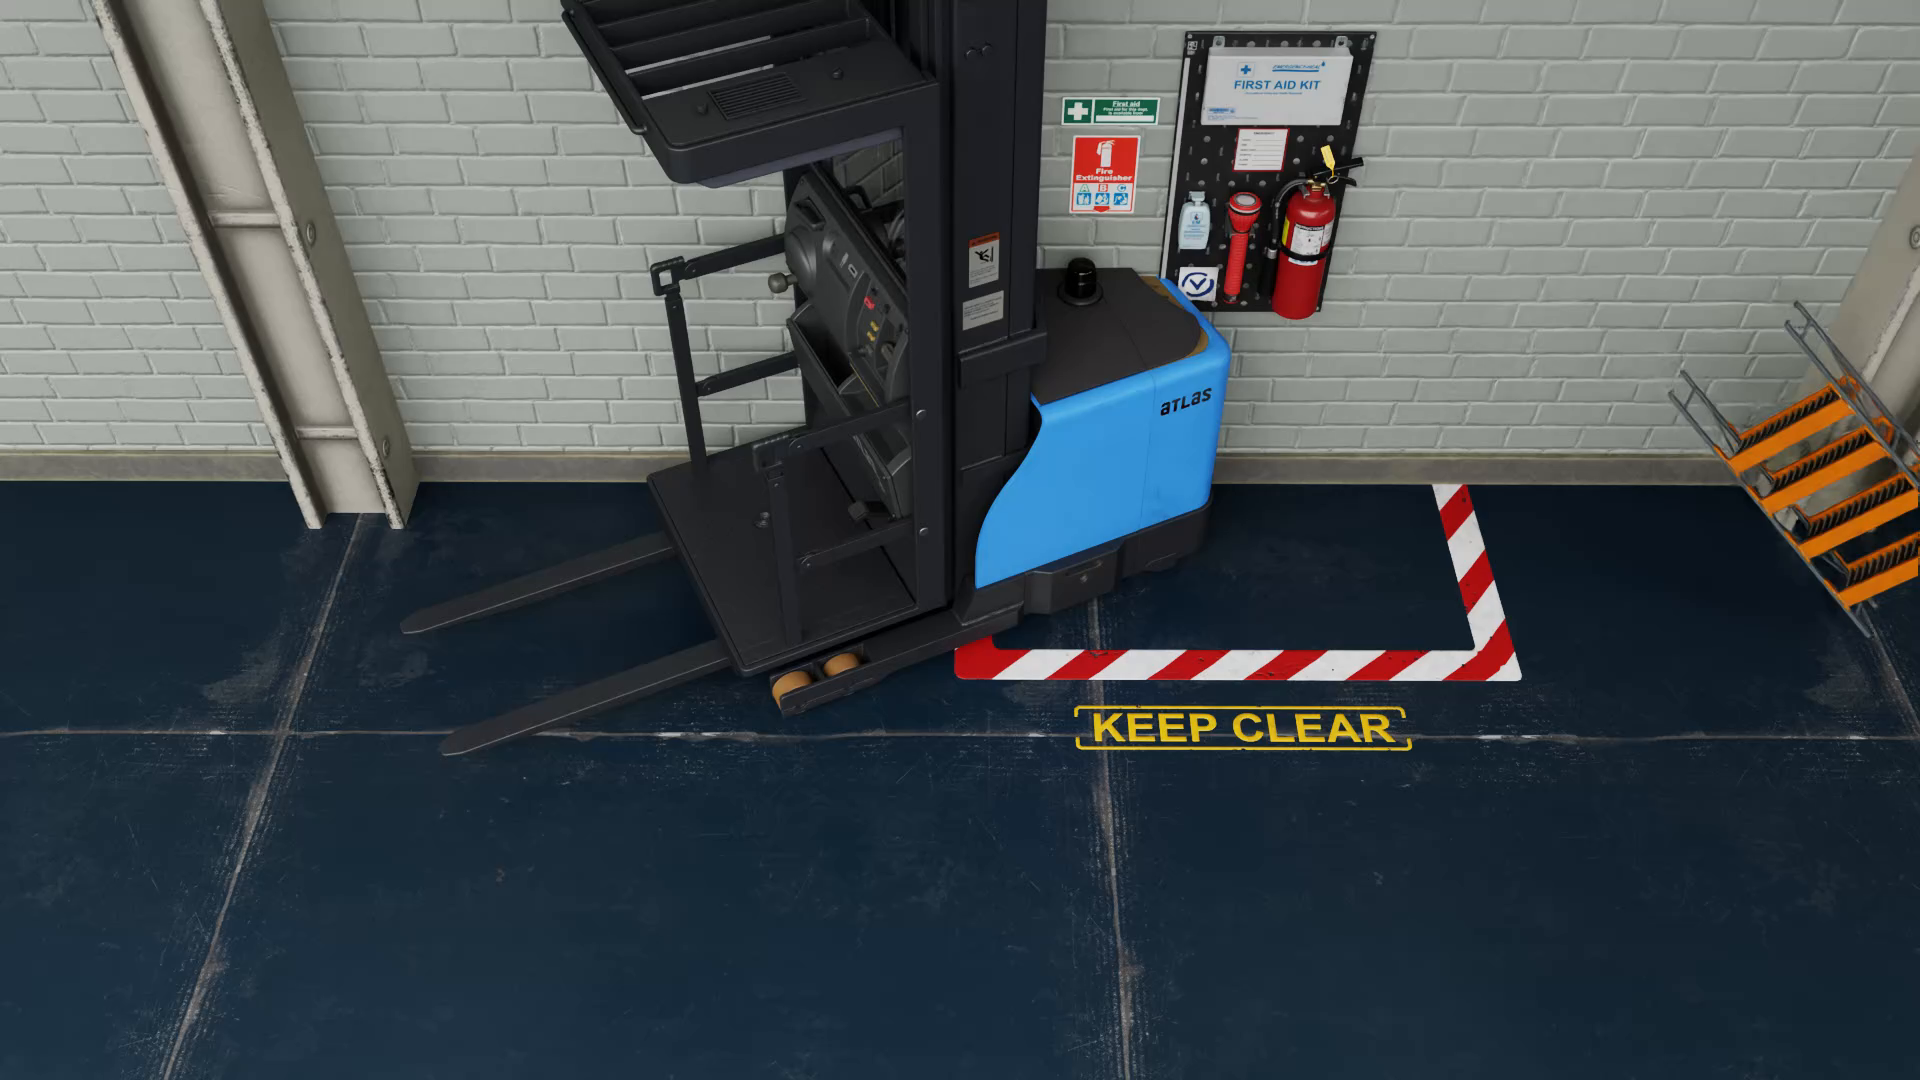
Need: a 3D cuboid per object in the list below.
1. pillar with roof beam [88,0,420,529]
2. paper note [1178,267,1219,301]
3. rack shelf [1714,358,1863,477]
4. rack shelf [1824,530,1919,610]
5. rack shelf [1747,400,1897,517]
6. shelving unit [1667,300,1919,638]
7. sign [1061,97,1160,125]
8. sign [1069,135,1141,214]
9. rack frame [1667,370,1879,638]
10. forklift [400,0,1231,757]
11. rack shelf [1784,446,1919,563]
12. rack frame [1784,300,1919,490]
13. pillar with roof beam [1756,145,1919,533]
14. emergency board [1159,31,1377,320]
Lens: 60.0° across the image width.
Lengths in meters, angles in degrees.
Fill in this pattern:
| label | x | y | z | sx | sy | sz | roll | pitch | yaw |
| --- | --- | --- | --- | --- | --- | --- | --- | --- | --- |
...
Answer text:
| label | x | y | z | sx | sy | sz | roll | pitch | yaw |
| --- | --- | --- | --- | --- | --- | --- | --- | --- | --- |
| pillar with roof beam | -2.483 | -0.075 | 0.672 | 0.400 | 9.000 | 9.100 | 0 | 47 | 0 |
| paper note | 0.885 | -0.951 | 6.188 | 0.142 | 0.148 | 0.016 | 0 | 47 | 0 |
| rack shelf | 3.094 | -0.457 | 6.210 | 0.148 | 0.480 | 0.258 | 50 | 44 | -1 |
| rack shelf | 3.518 | 0.047 | 6.225 | 0.148 | 0.480 | 0.258 | 50 | 44 | -1 |
| rack shelf | 3.222 | -0.305 | 6.214 | 0.148 | 0.480 | 0.258 | 50 | 44 | -1 |
| shelving unit | 3.265 | -0.254 | 6.216 | 1.200 | 0.503 | 0.258 | 50 | 44 | -1 |
| sign | 0.514 | -1.463 | 5.677 | 0.331 | 0.109 | 0.001 | 0 | 47 | 0 |
| sign | 0.509 | -1.289 | 5.877 | 0.234 | 0.329 | 0.001 | 0 | 47 | 0 |
| rack frame | 3.129 | -0.145 | 6.386 | 1.200 | 0.015 | 0.240 | 50 | 44 | -1 |
| forklift | -0.568 | -0.799 | 5.492 | 3.031 | 2.935 | 1.130 | -19 | 50 | -17 |
| rack shelf | 3.366 | -0.134 | 6.219 | 0.148 | 0.480 | 0.258 | 50 | 44 | -1 |
| rack frame | 3.401 | -0.363 | 6.045 | 1.200 | 0.015 | 0.240 | 50 | 44 | -1 |
| pillar with roof beam | 3.517 | -0.058 | 0.657 | 0.400 | 9.000 | 9.100 | 0 | 47 | 0 |
| emergency board | 1.062 | -1.200 | 5.818 | 0.643 | 1.169 | 0.194 | 0 | 47 | 0 |
